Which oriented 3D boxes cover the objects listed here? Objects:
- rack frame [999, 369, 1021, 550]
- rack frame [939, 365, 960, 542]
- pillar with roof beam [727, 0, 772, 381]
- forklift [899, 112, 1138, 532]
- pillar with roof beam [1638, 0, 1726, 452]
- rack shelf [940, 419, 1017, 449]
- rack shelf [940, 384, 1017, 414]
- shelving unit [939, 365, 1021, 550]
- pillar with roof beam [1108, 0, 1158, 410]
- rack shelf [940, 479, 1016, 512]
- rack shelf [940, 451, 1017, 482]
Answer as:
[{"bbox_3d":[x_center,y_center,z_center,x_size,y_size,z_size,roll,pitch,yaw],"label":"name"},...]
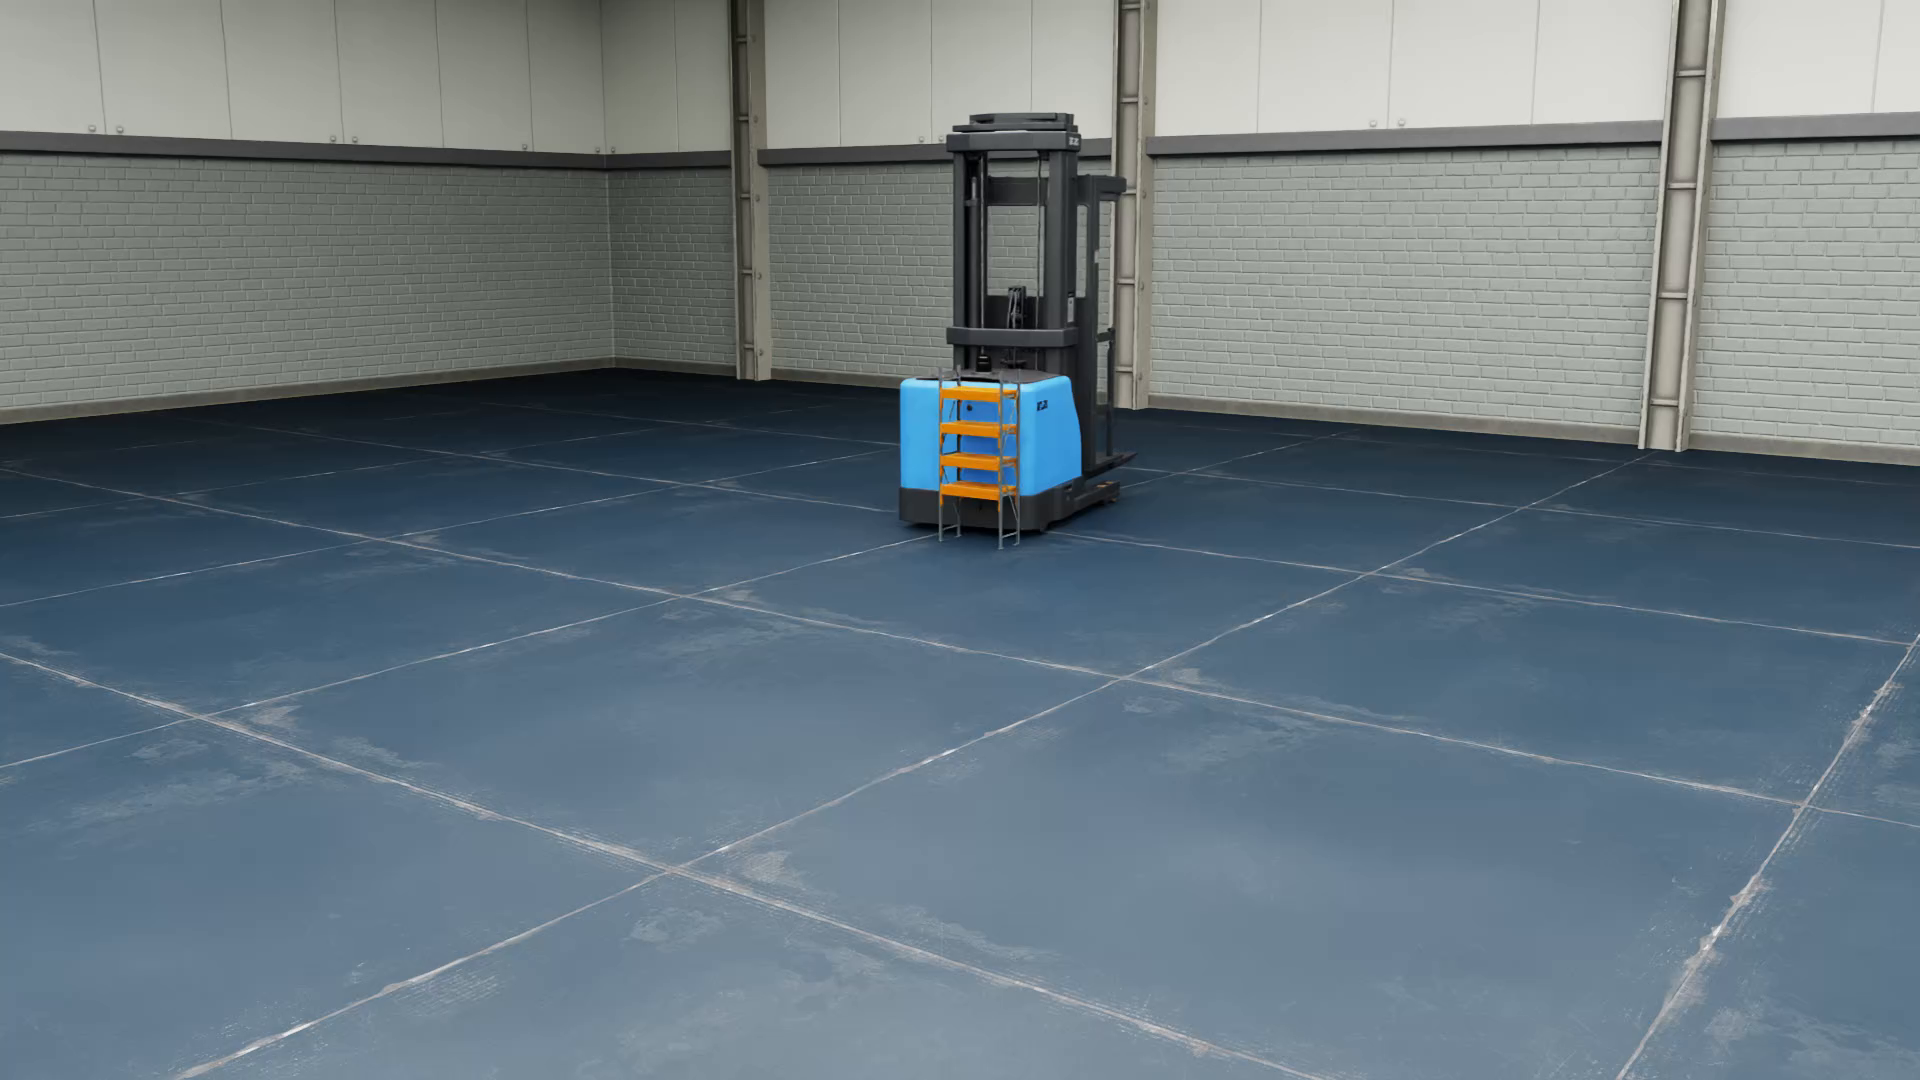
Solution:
[{"bbox_3d":[0.334,-0.542,11.175,0.015,1.200,0.240,7,13,33],"label":"rack frame"},{"bbox_3d":[-0.071,-0.594,11.441,0.015,1.200,0.240,7,13,33],"label":"rack frame"},{"bbox_3d":[-5.403,-5.996,18.832,0.400,9.000,9.100,8,13,36],"label":"pillar with roof beam"},{"bbox_3d":[0.611,-1.731,12.762,1.130,2.935,3.031,5,12,23],"label":"forklift"},{"bbox_3d":[4.269,-4.647,11.858,0.400,9.000,9.100,8,13,36],"label":"pillar with roof beam"},{"bbox_3d":[0.131,-0.722,11.278,0.480,0.148,0.258,7,13,33],"label":"rack shelf"},{"bbox_3d":[0.131,-0.954,11.233,0.480,0.148,0.258,7,13,33],"label":"rack shelf"},{"bbox_3d":[0.131,-0.568,11.308,0.503,1.200,0.258,7,13,33],"label":"shelving unit"},{"bbox_3d":[-0.567,-5.322,15.345,0.400,9.000,9.100,8,13,36],"label":"pillar with roof beam"},{"bbox_3d":[0.131,-0.307,11.358,0.480,0.148,0.258,7,13,33],"label":"rack shelf"},{"bbox_3d":[0.131,-0.502,11.321,0.480,0.148,0.258,7,13,33],"label":"rack shelf"}]
